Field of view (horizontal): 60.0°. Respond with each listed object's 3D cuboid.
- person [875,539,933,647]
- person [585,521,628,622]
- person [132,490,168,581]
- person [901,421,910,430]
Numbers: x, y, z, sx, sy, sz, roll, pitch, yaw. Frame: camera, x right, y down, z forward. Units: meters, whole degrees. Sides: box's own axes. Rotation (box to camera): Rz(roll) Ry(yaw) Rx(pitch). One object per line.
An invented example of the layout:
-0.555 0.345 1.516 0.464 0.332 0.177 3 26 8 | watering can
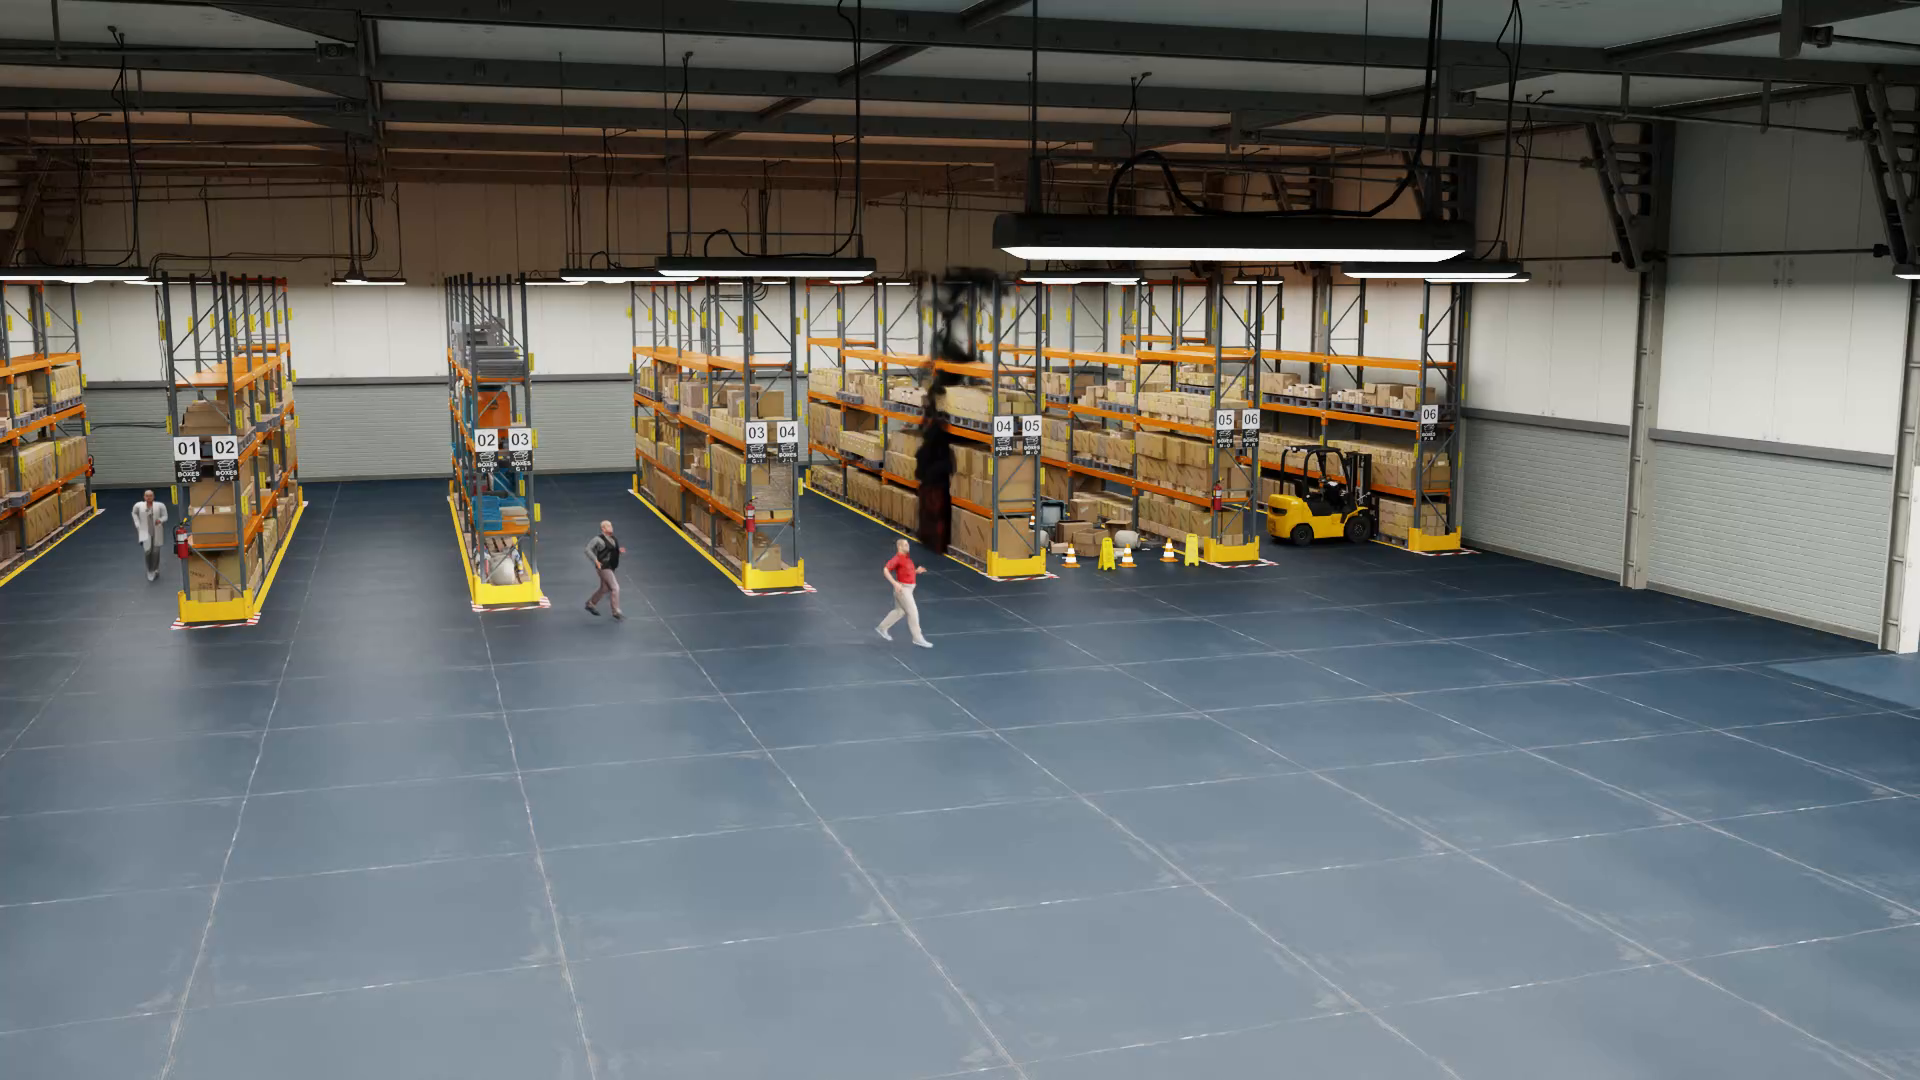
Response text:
-0.908 0.836 26.709 0.973 1.733 0.658 1 9 8 | person
-6.143 0.533 28.884 0.858 1.762 0.636 2 9 15 | person
-16.044 -0.101 33.001 0.613 1.814 0.909 -5 10 -31 | person
-1.679 -2.759 50.627 0.607 1.744 0.665 -4 9 -25 | person
